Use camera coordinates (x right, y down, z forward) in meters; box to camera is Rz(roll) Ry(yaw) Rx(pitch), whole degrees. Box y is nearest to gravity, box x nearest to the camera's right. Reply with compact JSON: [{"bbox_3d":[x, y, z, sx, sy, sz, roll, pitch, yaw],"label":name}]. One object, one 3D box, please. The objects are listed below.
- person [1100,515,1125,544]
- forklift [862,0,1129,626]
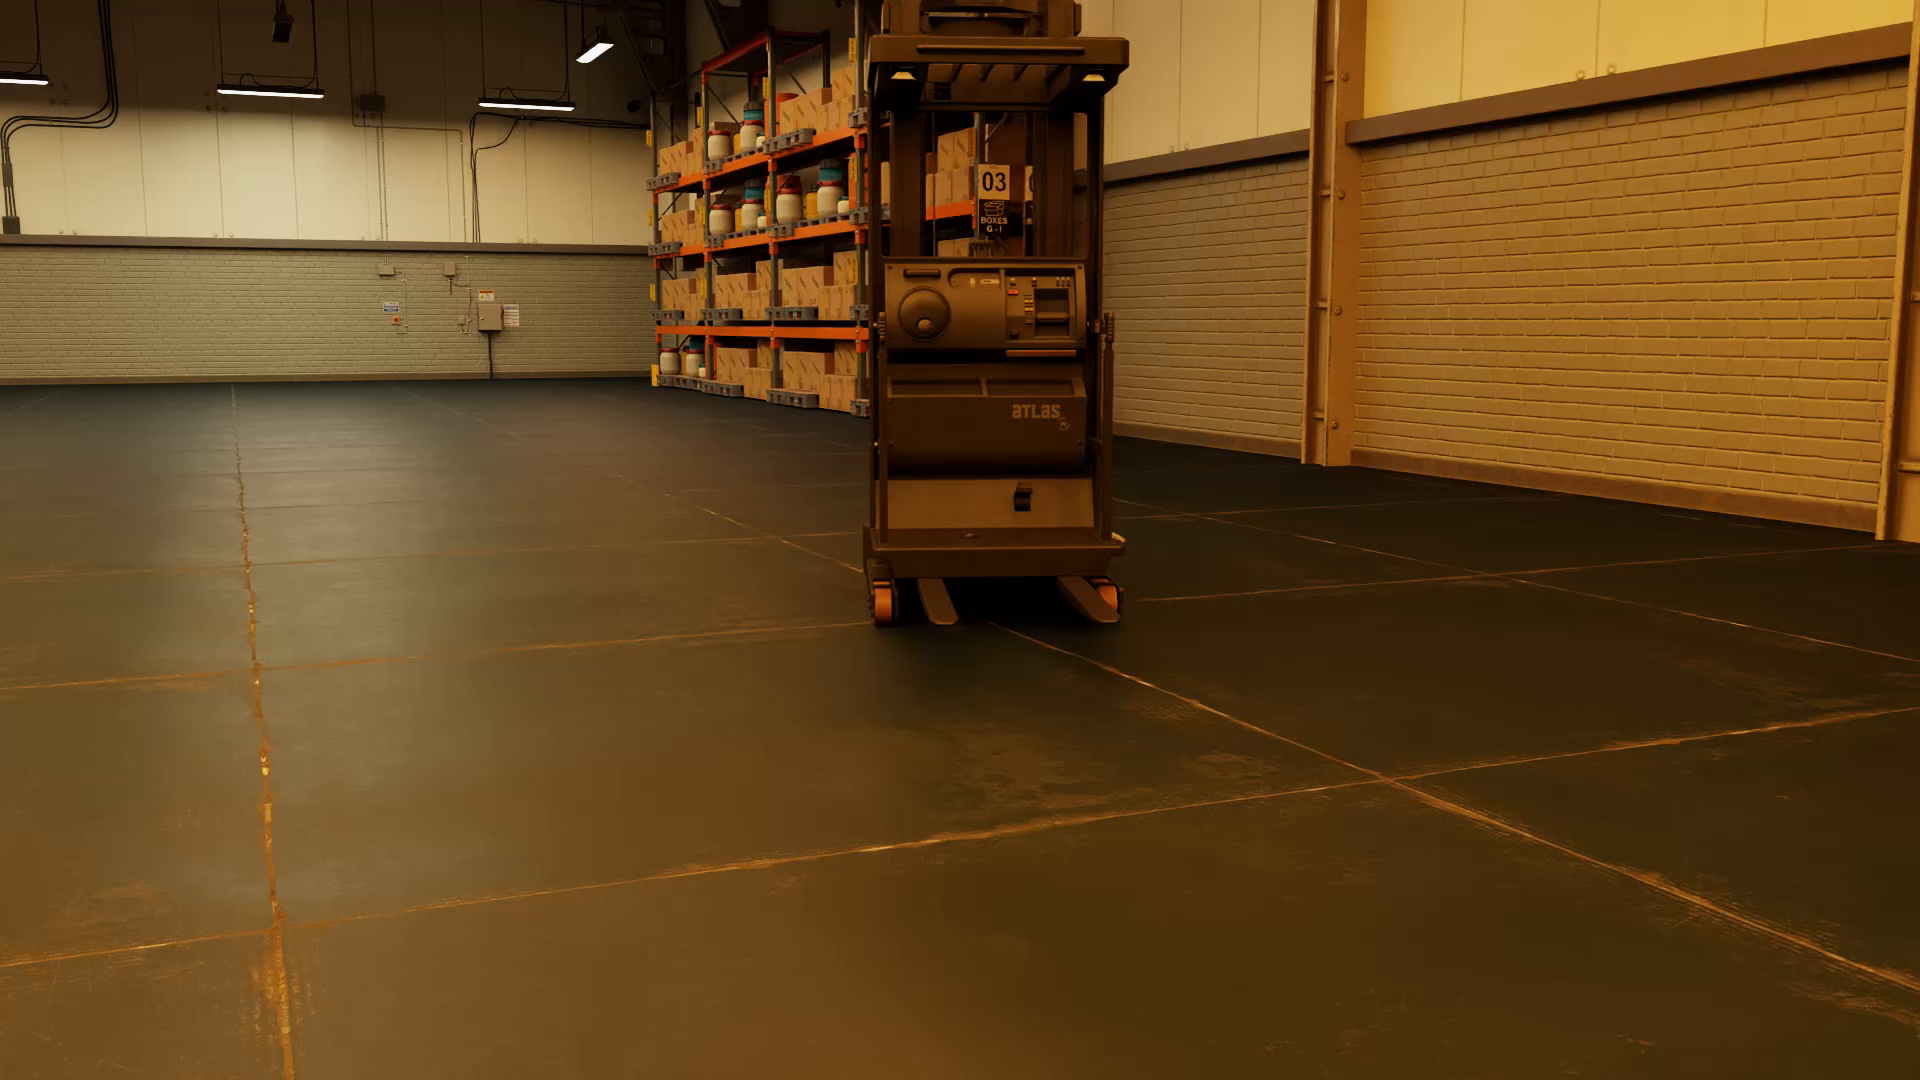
[{"bbox_3d":[0.280,-0.707,9.608,1.298,1.543,0.719,5,9,32],"label":"person"},{"bbox_3d":[0.136,-1.124,7.468,1.130,2.935,3.031,-1,8,-4],"label":"forklift"}]
